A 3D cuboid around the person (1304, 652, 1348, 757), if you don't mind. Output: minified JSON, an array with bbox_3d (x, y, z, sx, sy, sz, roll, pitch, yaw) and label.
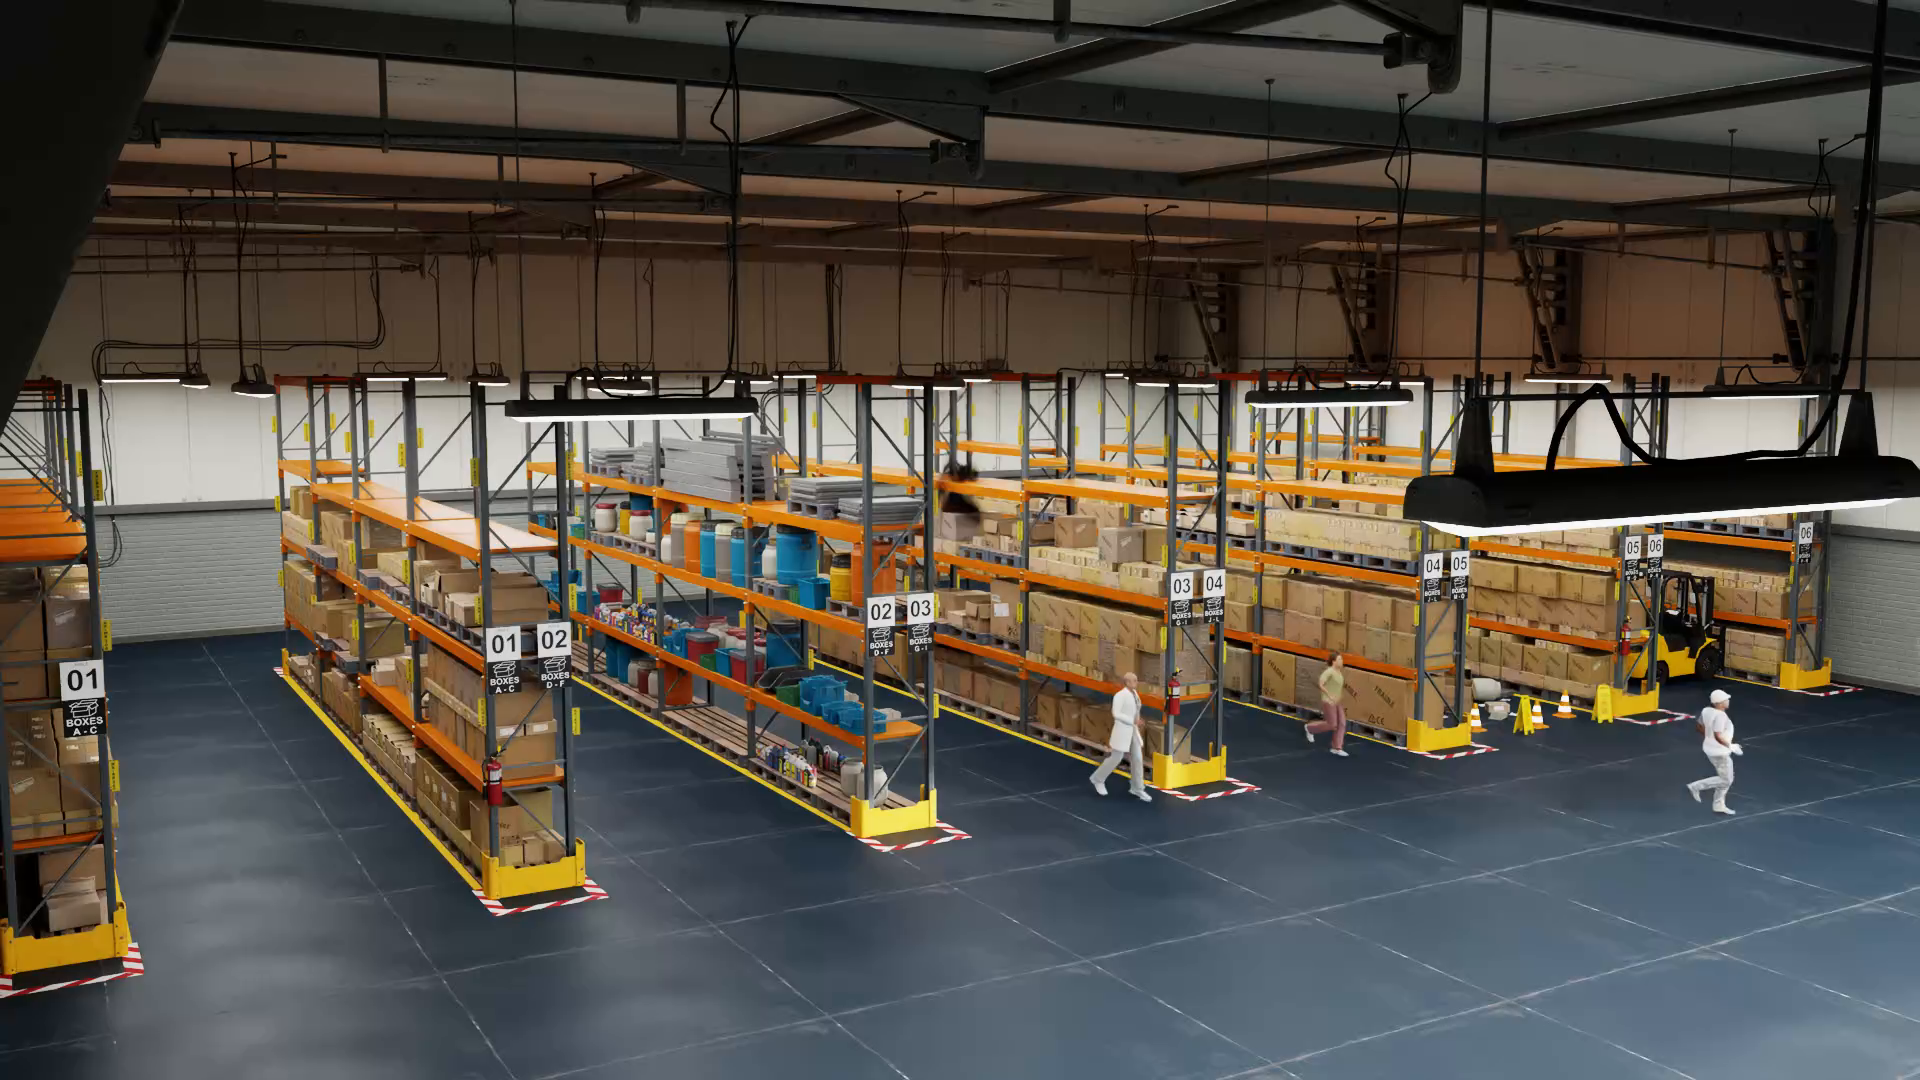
[{"bbox_3d":[5.934,2.606,26.737,0.784,1.650,0.604,5,8,37],"label":"person"}]

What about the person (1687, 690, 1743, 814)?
[{"bbox_3d":[10.481,2.950,23.160,0.684,1.755,0.692,1,6,7],"label":"person"}]

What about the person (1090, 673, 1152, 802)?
[{"bbox_3d":[2.402,2.814,24.058,0.954,1.813,0.756,4,8,35],"label":"person"}]
